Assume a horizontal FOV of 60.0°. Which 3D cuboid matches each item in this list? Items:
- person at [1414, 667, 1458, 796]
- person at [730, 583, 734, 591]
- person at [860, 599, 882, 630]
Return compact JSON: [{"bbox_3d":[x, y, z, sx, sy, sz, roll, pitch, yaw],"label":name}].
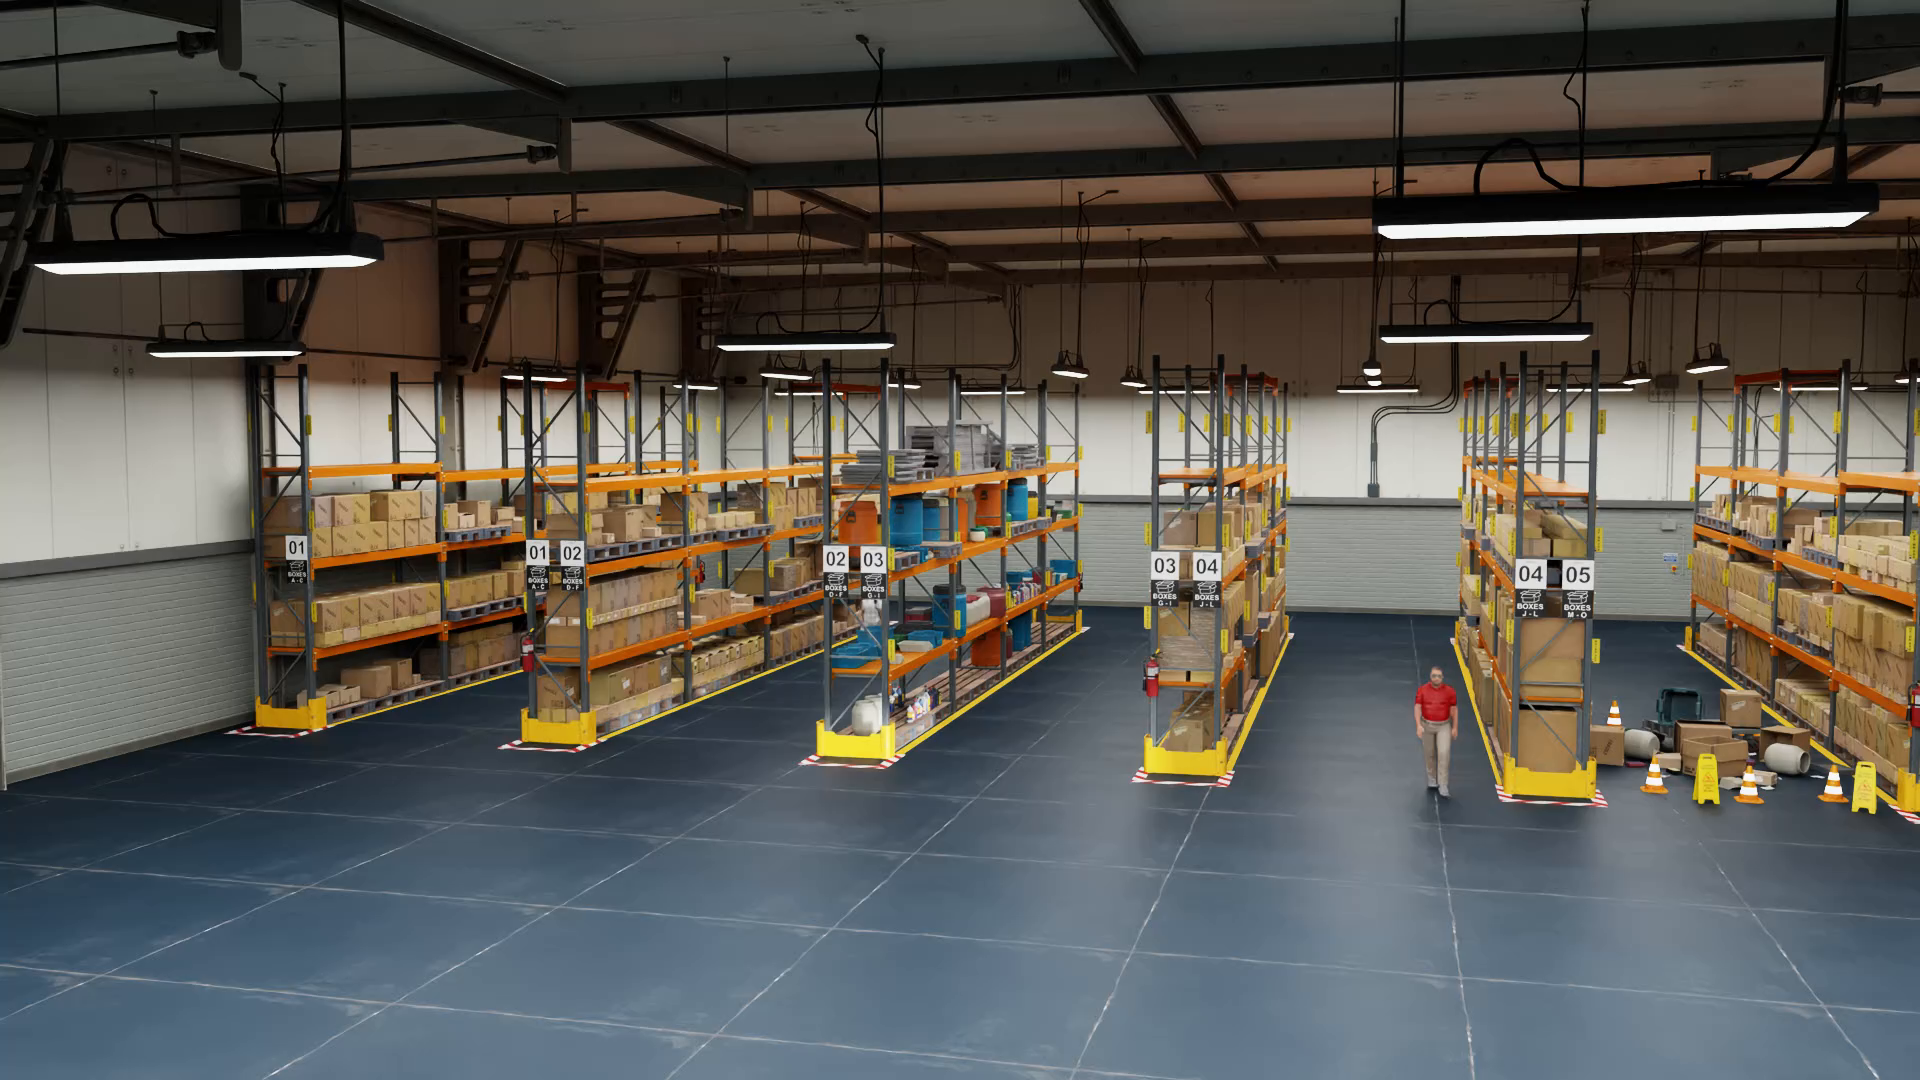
[{"bbox_3d":[6.463,2.573,22.652,0.558,1.690,0.923,2,4,25],"label":"person"},{"bbox_3d":[-5.001,1.529,38.550,0.624,1.632,0.723,2,4,24],"label":"person"},{"bbox_3d":[-1.803,1.628,34.155,0.518,1.515,1.023,1,4,12],"label":"person"}]
